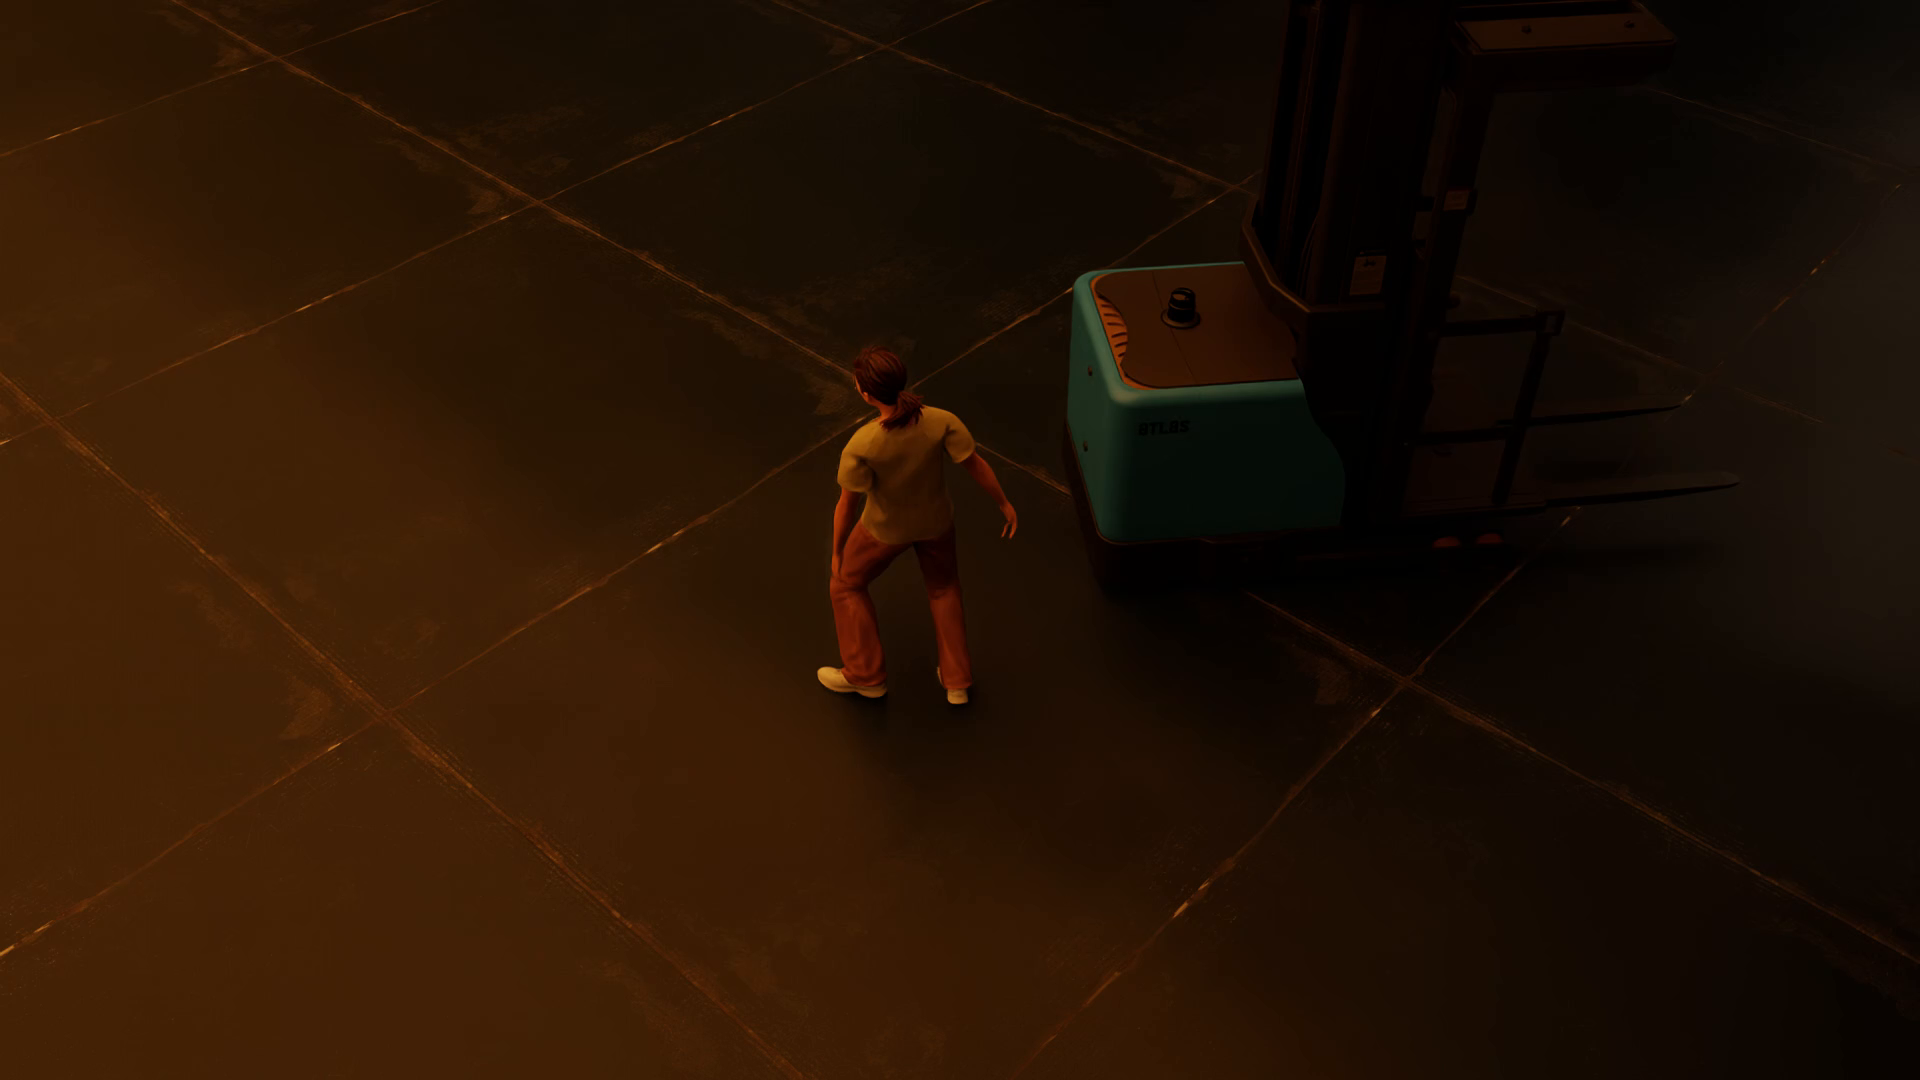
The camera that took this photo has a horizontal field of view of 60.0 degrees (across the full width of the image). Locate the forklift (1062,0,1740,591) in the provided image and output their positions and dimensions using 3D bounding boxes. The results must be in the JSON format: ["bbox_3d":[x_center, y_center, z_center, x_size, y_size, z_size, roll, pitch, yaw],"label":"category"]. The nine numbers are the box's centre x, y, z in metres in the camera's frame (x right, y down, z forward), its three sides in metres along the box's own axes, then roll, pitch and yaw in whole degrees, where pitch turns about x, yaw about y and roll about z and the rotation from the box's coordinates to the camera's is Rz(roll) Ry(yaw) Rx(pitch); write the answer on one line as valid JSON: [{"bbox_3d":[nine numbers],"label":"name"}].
[{"bbox_3d":[2.048,-1.305,6.950,3.031,2.935,1.130,-5,41,-5],"label":"forklift"}]

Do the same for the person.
[{"bbox_3d":[-0.218,0.041,6.545,0.575,1.328,0.456,-10,42,-11],"label":"person"}]
